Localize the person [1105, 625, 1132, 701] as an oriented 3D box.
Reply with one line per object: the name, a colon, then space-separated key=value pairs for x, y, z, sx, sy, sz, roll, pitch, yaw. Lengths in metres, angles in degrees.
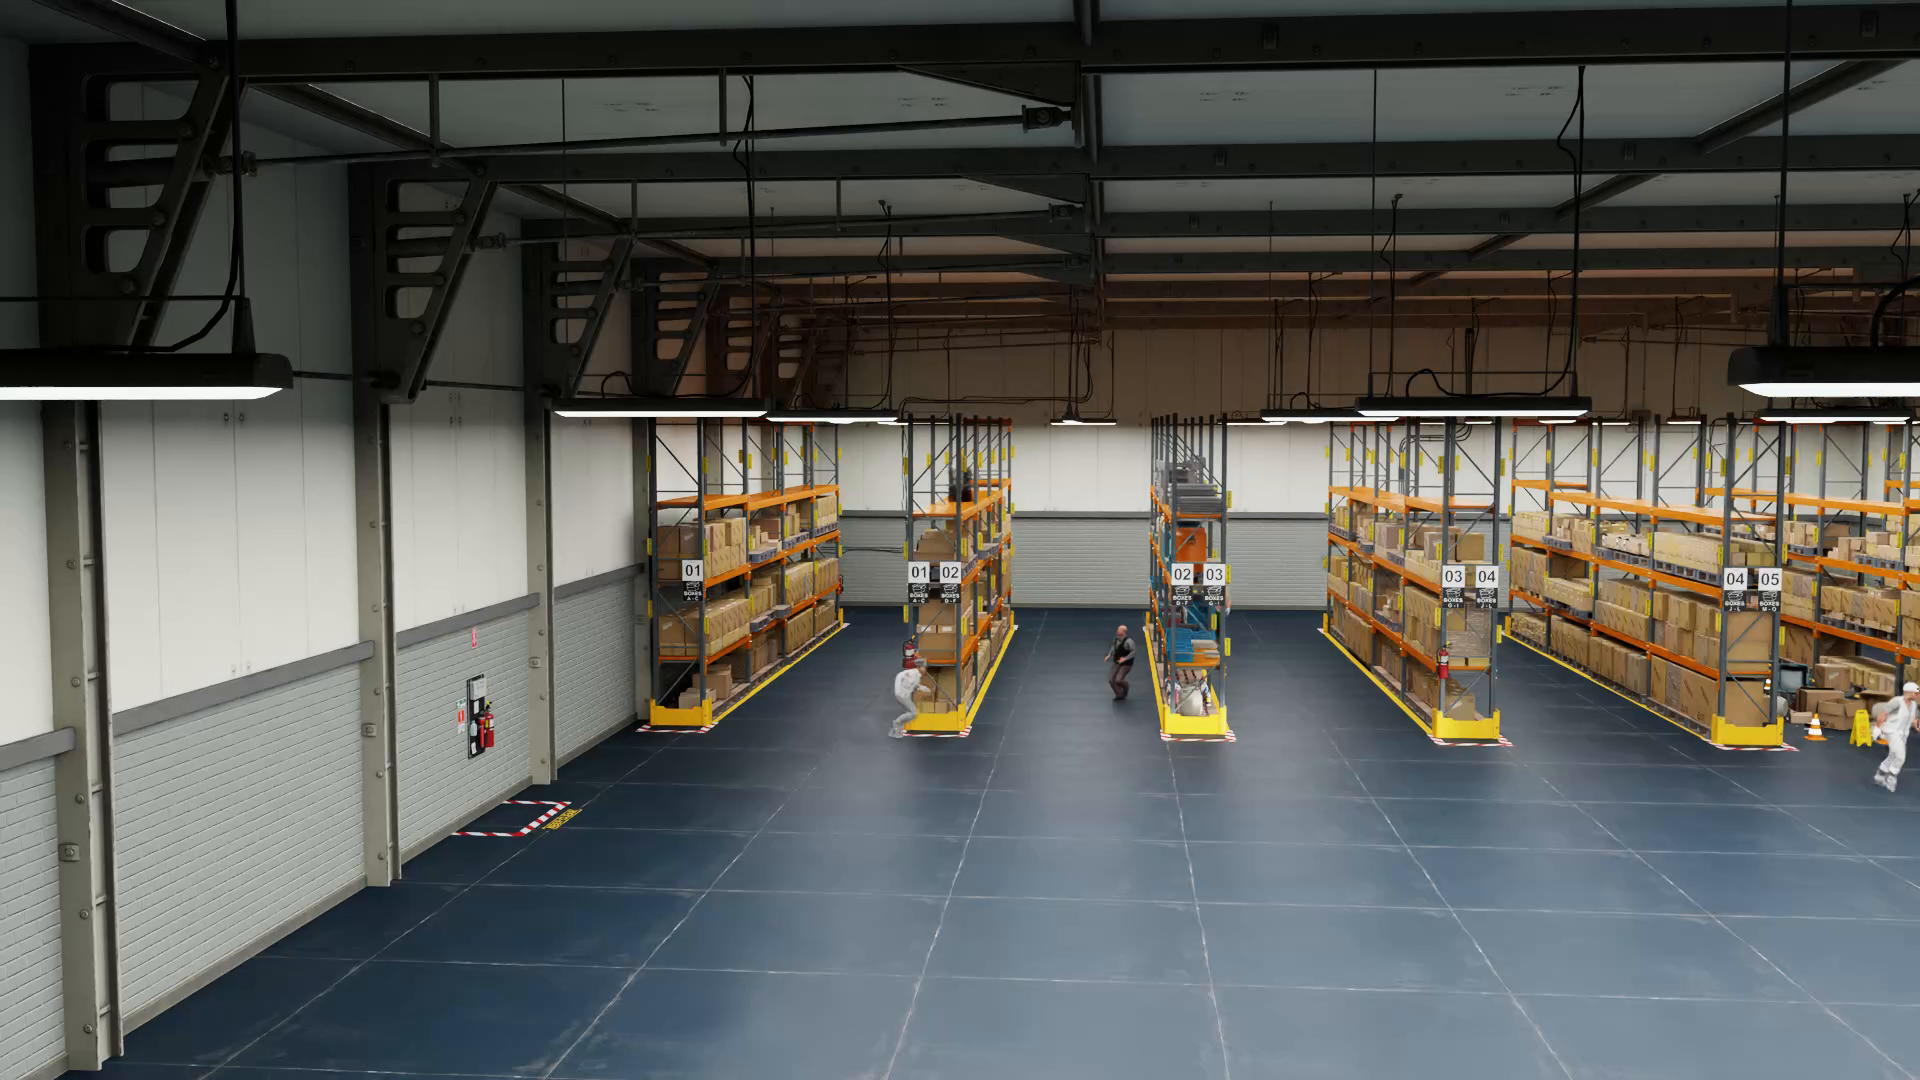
person: x=3.351 y=2.587 z=34.798 sx=0.605 sy=1.629 sz=0.523 roll=4 pitch=5 yaw=43

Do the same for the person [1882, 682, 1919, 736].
person: x=14.872 y=2.660 z=26.232 sx=0.443 sy=0.855 sz=0.509 roll=-2 pitch=4 yaw=-23

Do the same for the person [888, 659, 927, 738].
person: x=-0.961 y=2.916 z=30.632 sx=0.770 sy=1.495 sz=0.380 roll=1 pitch=4 yaw=18

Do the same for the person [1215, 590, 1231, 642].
person: x=6.891 y=1.893 z=44.235 sx=0.634 sy=1.679 sz=0.597 roll=1 pitch=4 yaw=11
